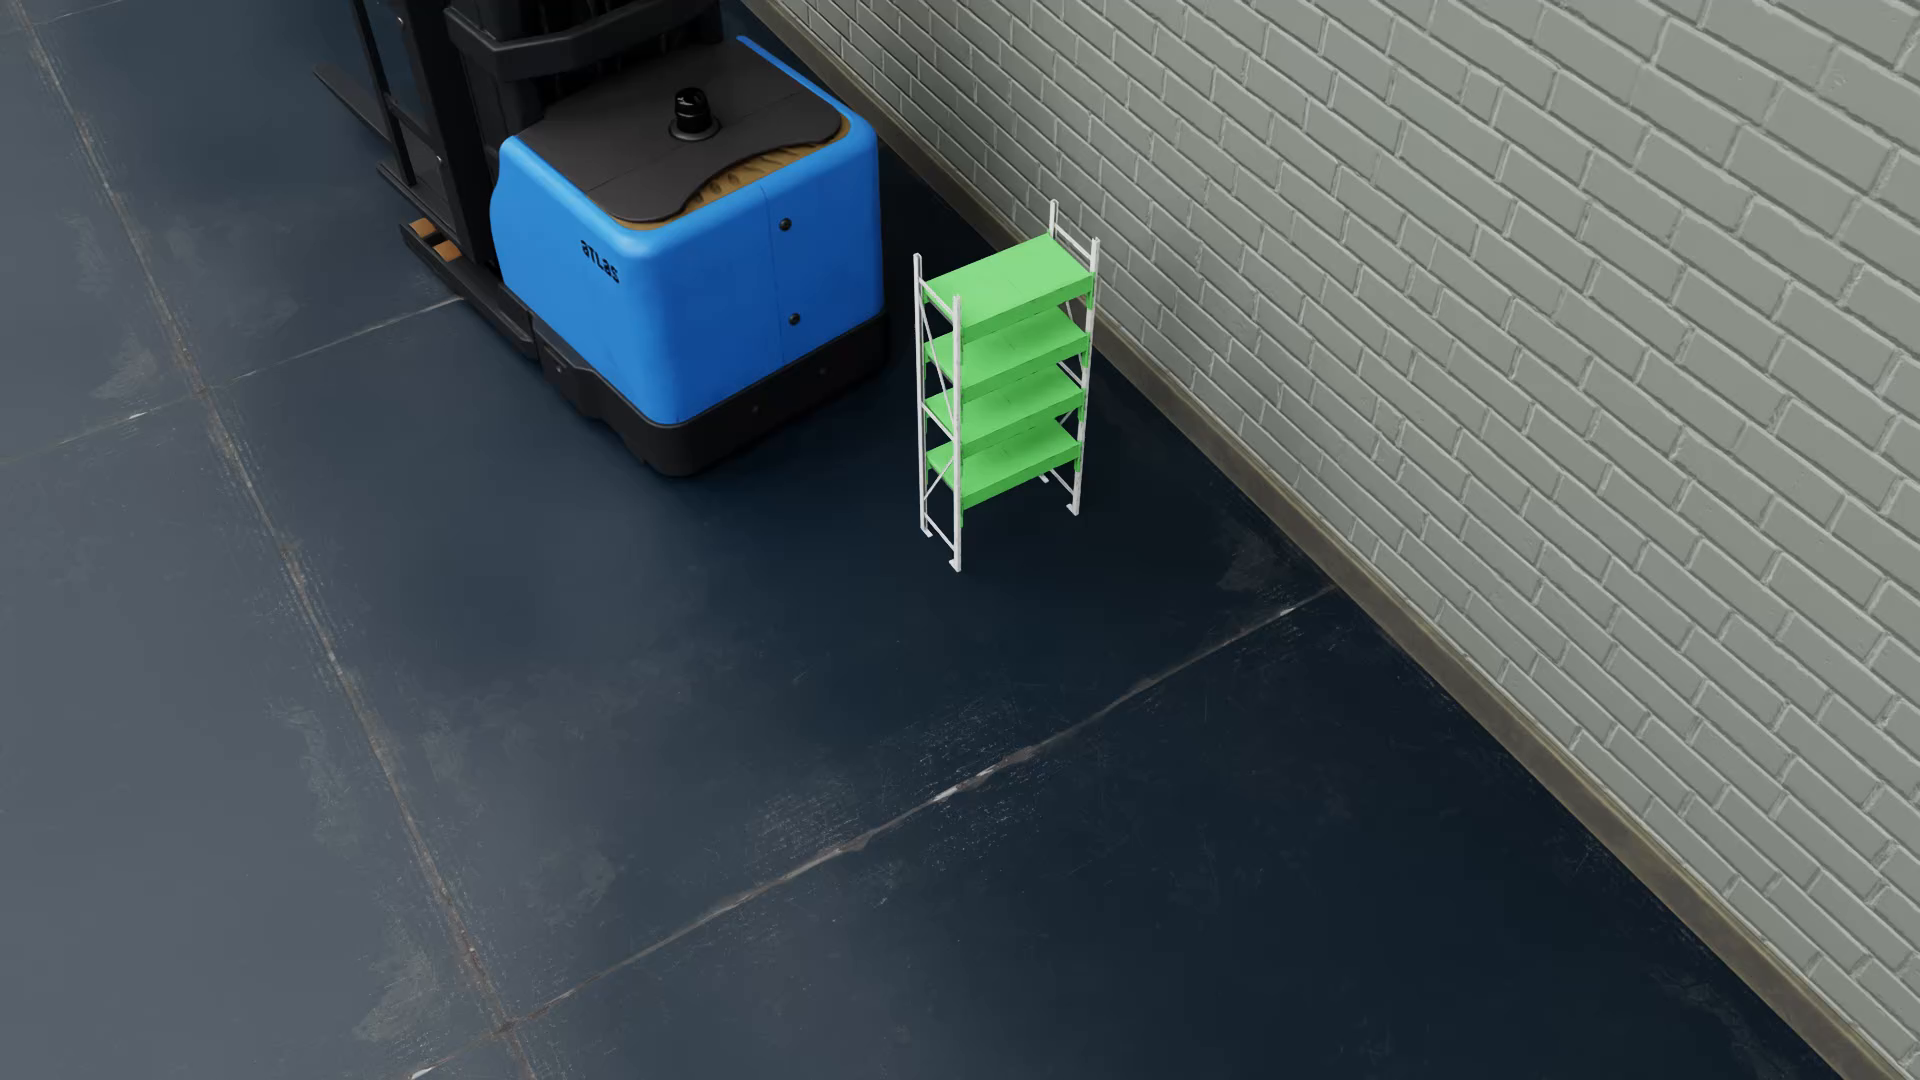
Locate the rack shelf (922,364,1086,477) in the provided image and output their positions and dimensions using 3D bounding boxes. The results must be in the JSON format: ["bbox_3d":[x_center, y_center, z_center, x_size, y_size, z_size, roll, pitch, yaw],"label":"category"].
[{"bbox_3d":[0.140,-0.422,5.408,0.480,0.148,0.258,-25,53,-21],"label":"rack shelf"}]

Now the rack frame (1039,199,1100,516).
[{"bbox_3d":[0.346,-0.562,5.447,0.015,1.200,0.240,-25,53,-21],"label":"rack frame"}]

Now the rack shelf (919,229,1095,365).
[{"bbox_3d":[0.140,-0.742,5.050,0.480,0.148,0.258,-25,53,-21],"label":"rack shelf"}]

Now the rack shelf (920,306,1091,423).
[{"bbox_3d":[0.140,-0.582,5.229,0.480,0.148,0.258,-25,53,-21],"label":"rack shelf"}]

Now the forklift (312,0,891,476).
[{"bbox_3d":[-1.607,-2.228,5.771,1.130,2.935,3.031,-33,56,-26],"label":"forklift"}]

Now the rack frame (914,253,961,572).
[{"bbox_3d":[-0.066,-0.368,5.274,0.015,1.200,0.240,-25,53,-21],"label":"rack frame"}]

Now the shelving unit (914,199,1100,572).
[{"bbox_3d":[0.140,-0.465,5.361,0.503,1.200,0.258,-25,53,-21],"label":"shelving unit"}]

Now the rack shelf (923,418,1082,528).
[{"bbox_3d":[0.140,-0.263,5.588,0.480,0.148,0.258,-25,53,-21],"label":"rack shelf"}]
